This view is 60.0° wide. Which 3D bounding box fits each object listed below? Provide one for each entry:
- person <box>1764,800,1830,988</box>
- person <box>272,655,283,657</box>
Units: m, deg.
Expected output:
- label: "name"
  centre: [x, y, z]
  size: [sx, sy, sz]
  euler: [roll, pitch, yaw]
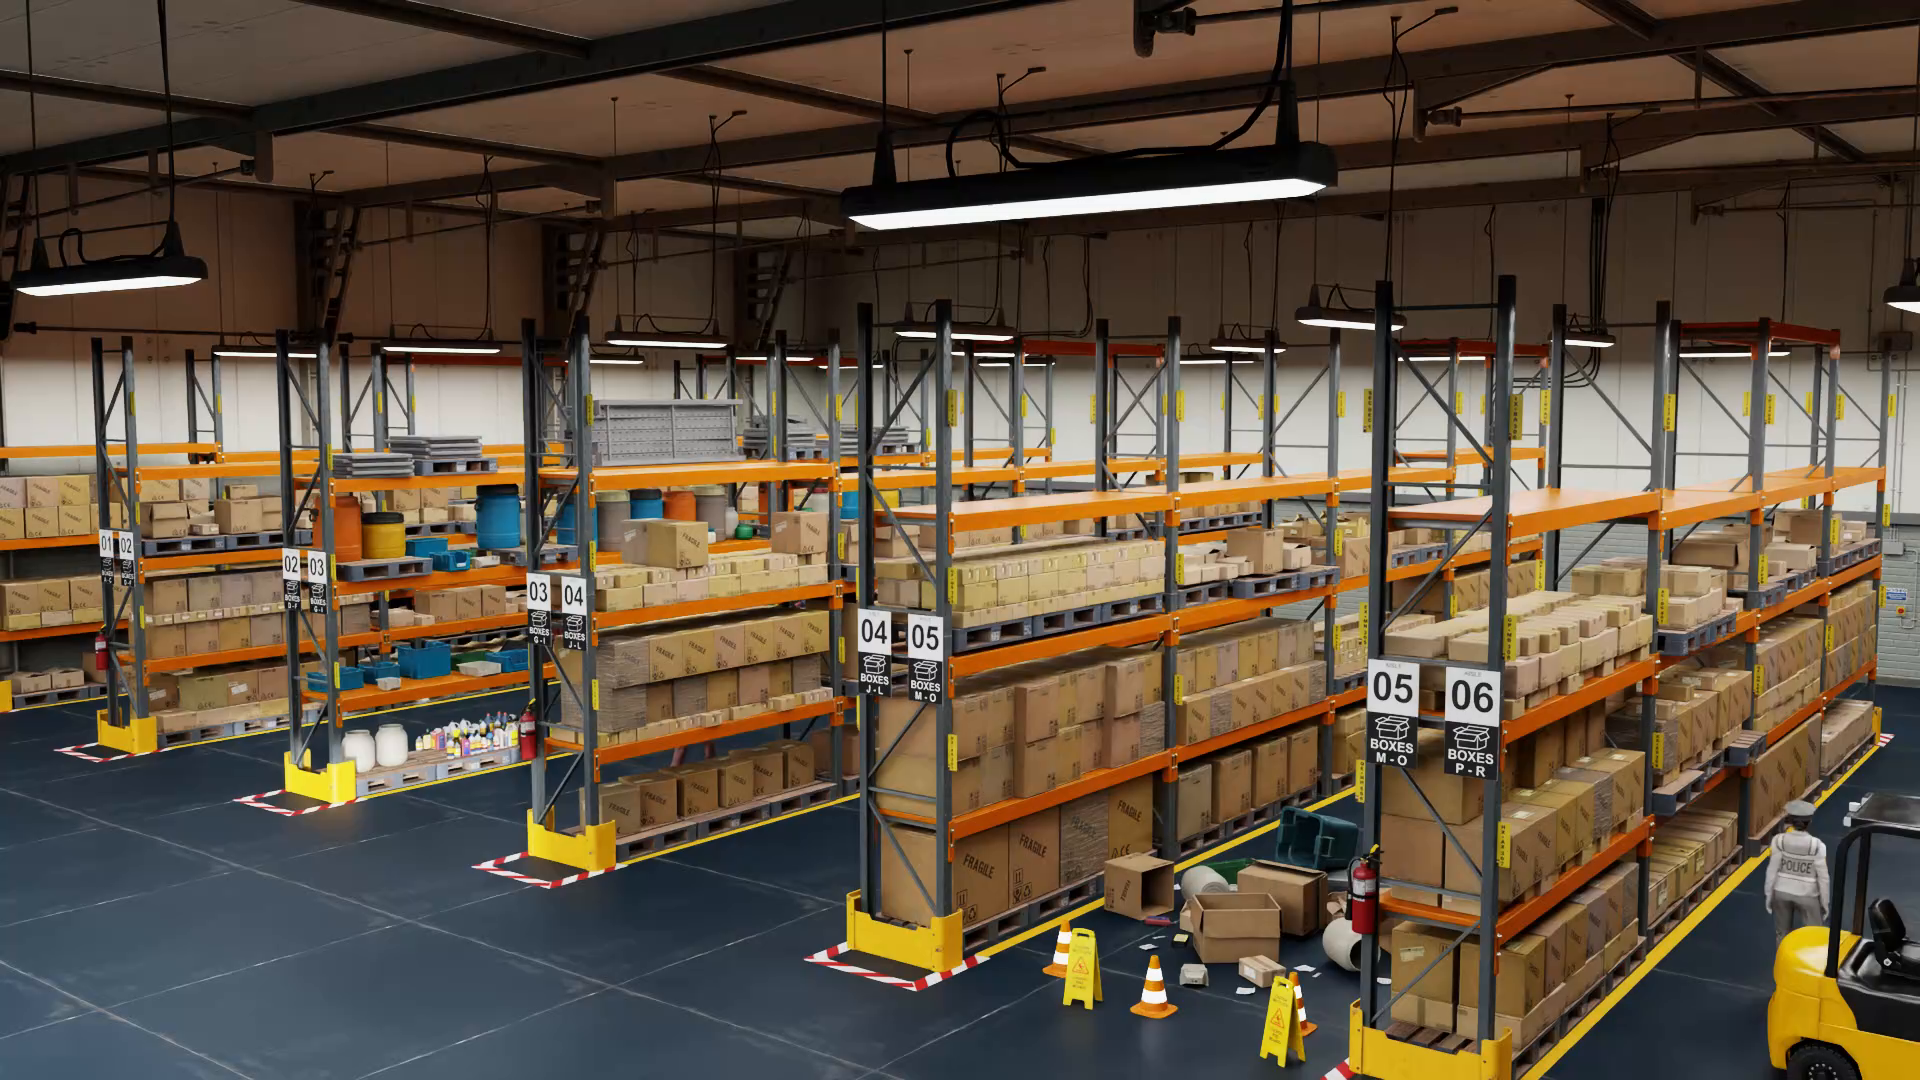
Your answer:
- label: "person"
  centre: [7.205, 3.101, 14.237]
  size: [0.592, 1.706, 0.440]
  euler: [4, 6, 37]
- label: "person"
  centre: [-11.511, 1.859, 27.941]
  size: [0.608, 1.812, 0.743]
  euler: [2, 6, 27]
